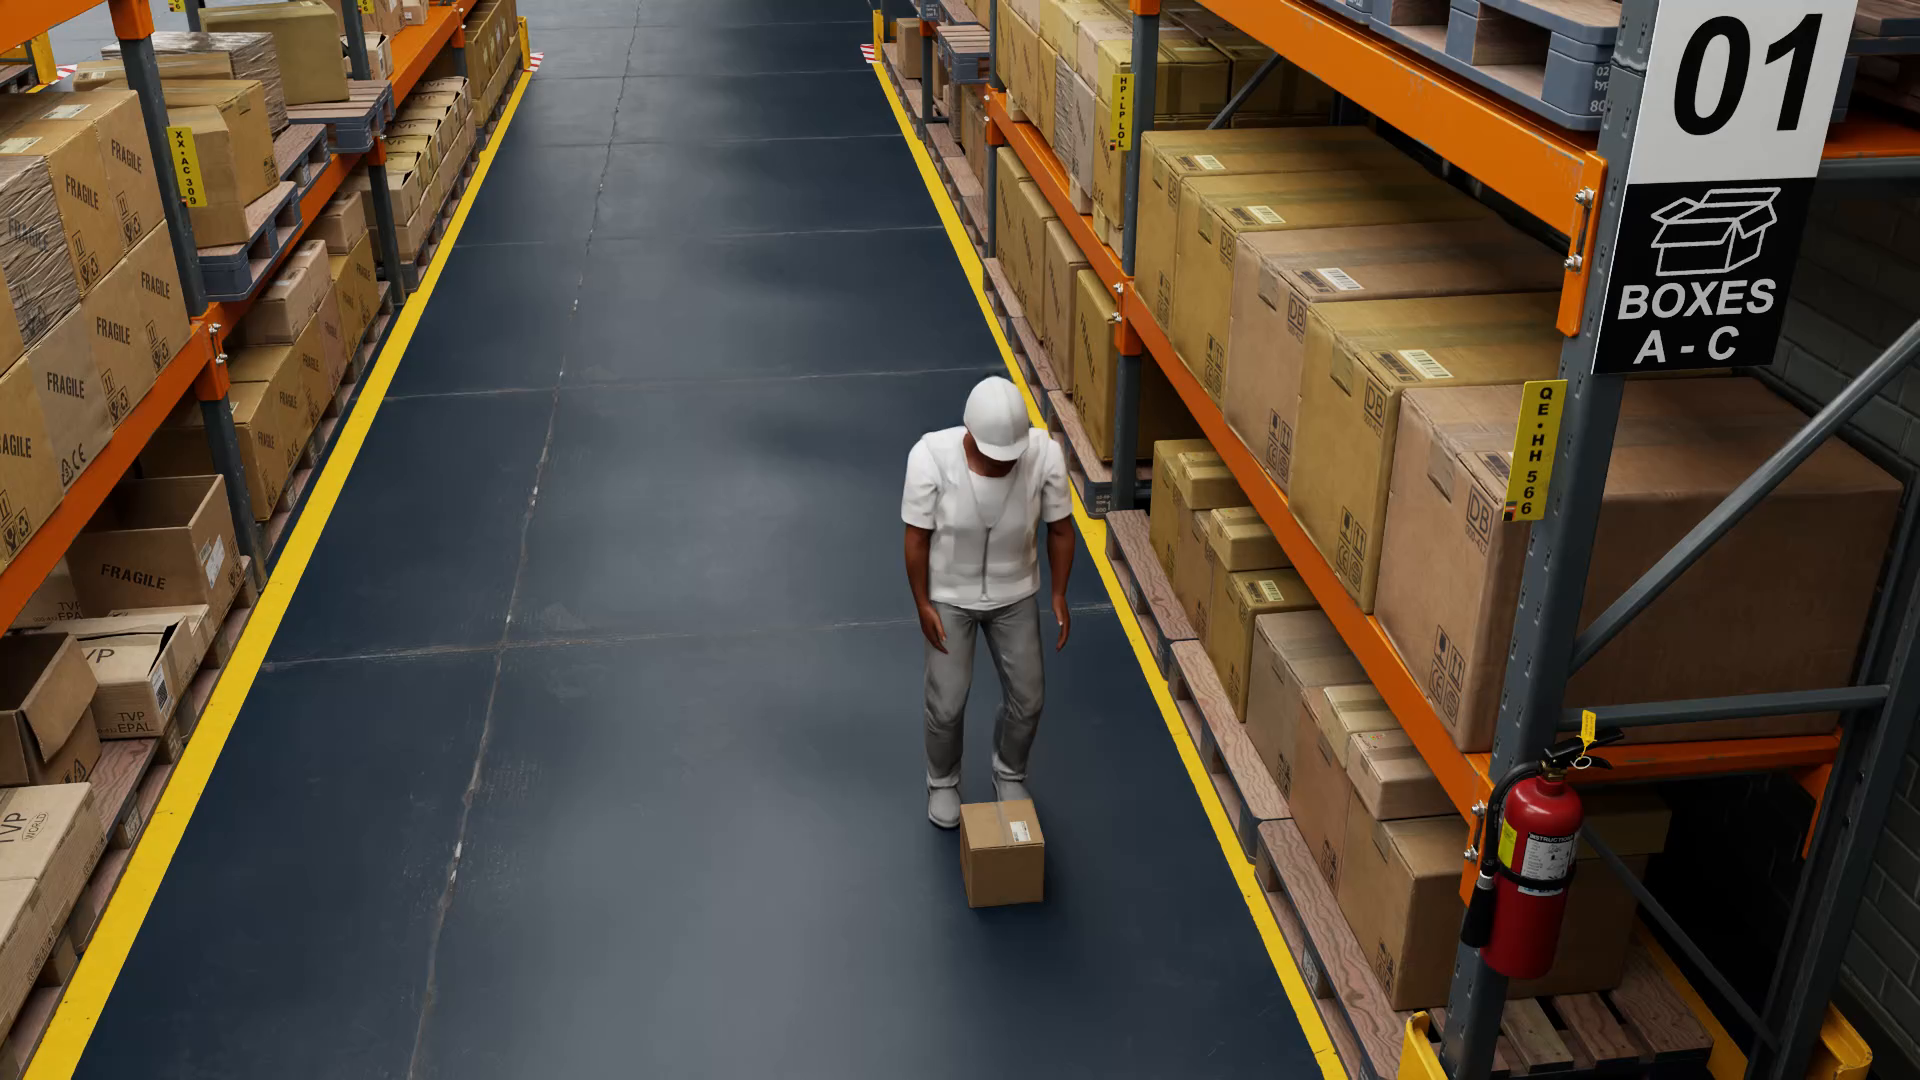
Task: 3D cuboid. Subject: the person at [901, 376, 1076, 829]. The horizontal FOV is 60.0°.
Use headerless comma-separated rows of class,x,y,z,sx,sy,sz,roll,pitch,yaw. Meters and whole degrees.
person,0.101,0.208,5.752,0.595,1.708,0.472,-4,27,-7
